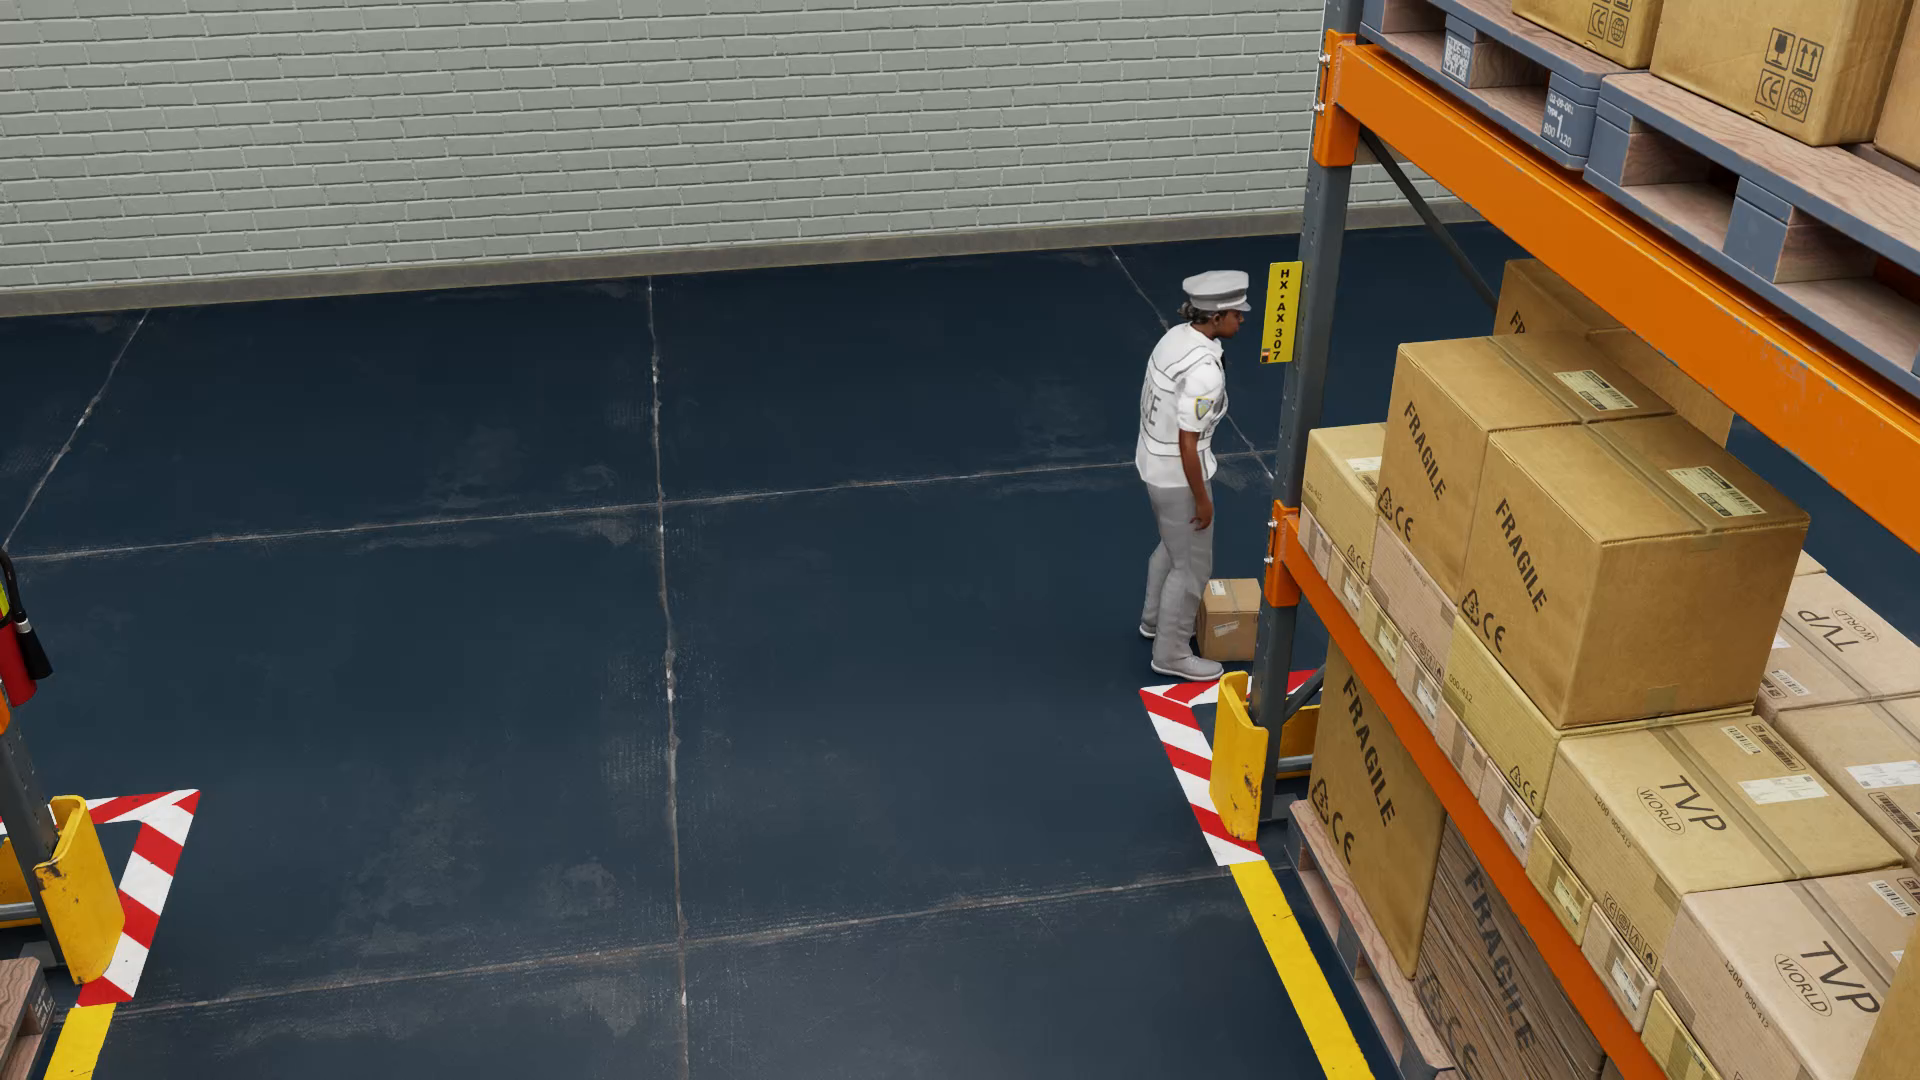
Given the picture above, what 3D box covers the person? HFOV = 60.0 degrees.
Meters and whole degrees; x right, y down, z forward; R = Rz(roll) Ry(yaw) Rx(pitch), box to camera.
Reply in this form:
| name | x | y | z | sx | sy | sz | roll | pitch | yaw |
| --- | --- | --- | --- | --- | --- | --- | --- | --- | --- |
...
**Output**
| name | x | y | z | sx | sy | sz | roll | pitch | yaw |
| --- | --- | --- | --- | --- | --- | --- | --- | --- | --- |
| person | 0.895 | -0.256 | 6.560 | 0.392 | 1.659 | 0.505 | -1 | 31 | -2 |
